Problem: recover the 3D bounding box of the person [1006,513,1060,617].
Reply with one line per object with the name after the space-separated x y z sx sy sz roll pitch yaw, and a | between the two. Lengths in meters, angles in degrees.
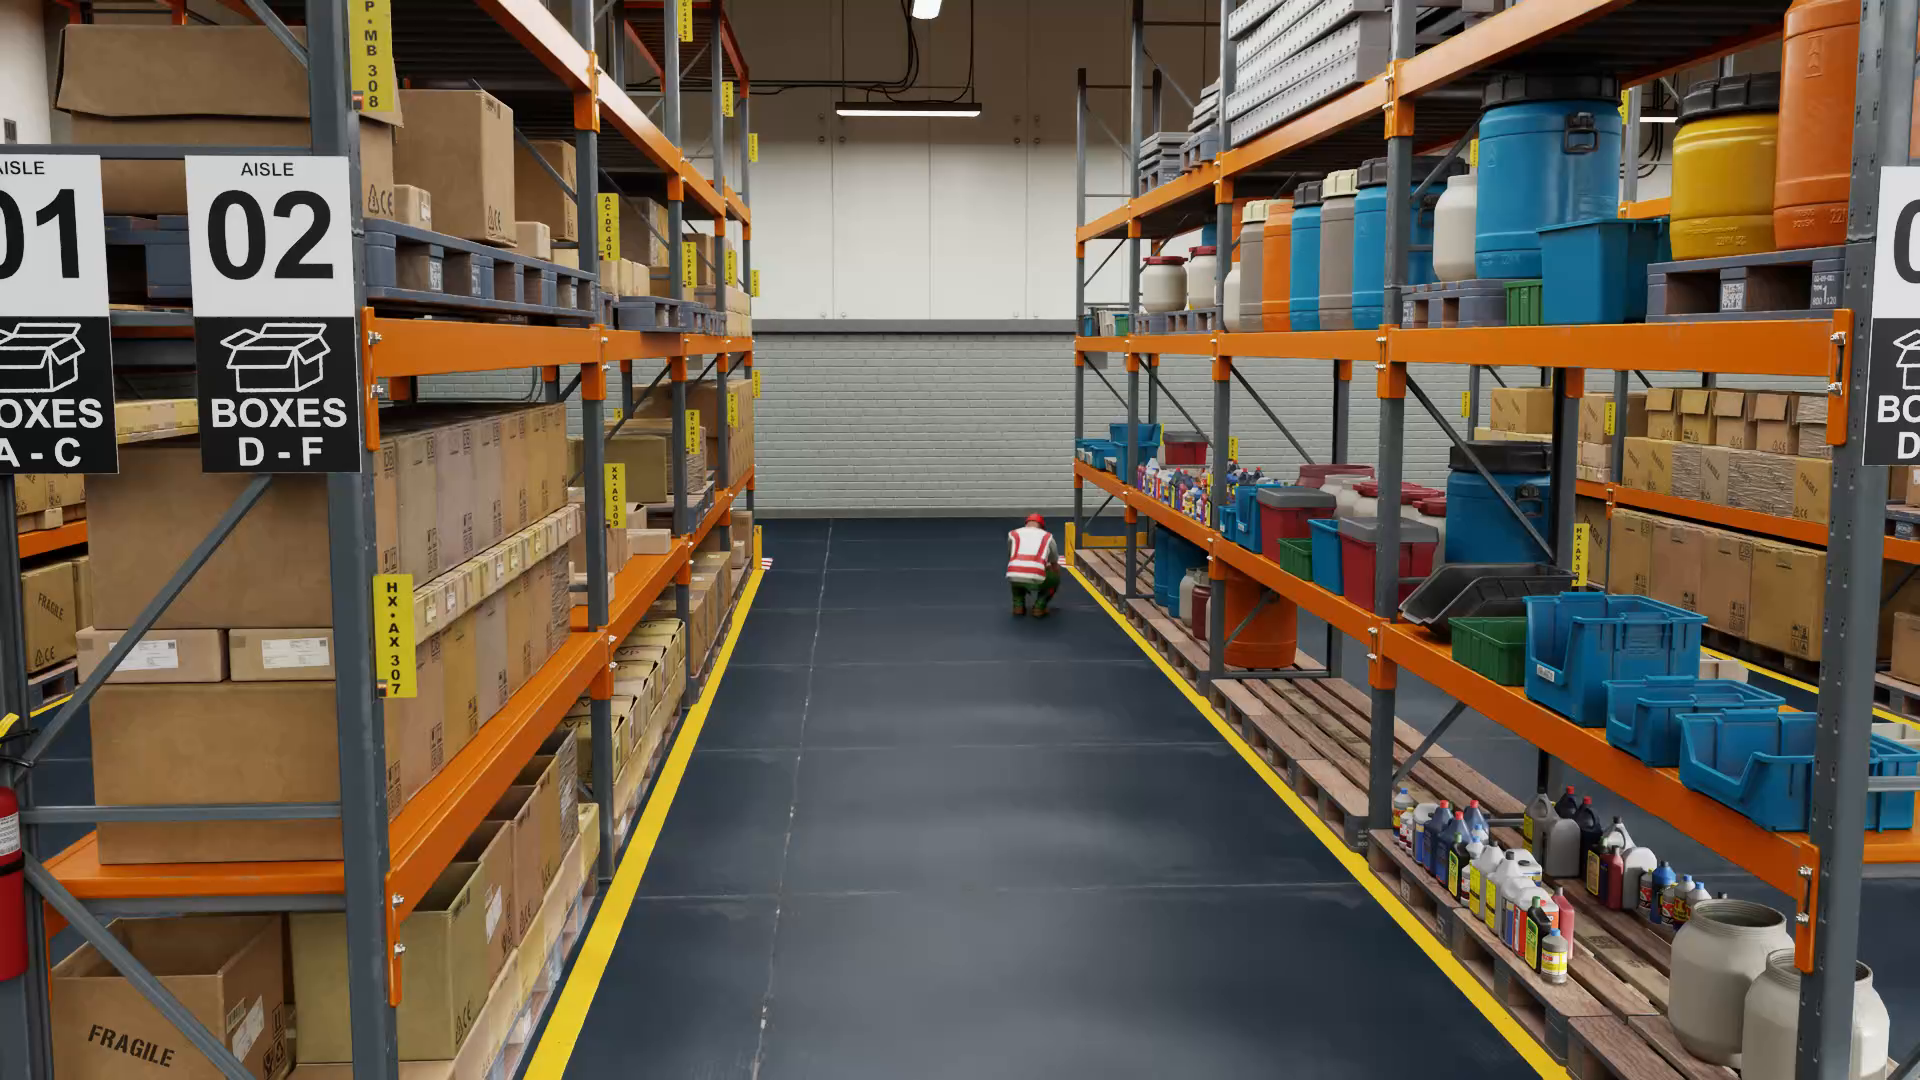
0.745 0.243 16.993 0.554 0.995 0.929 2 7 20 | person
